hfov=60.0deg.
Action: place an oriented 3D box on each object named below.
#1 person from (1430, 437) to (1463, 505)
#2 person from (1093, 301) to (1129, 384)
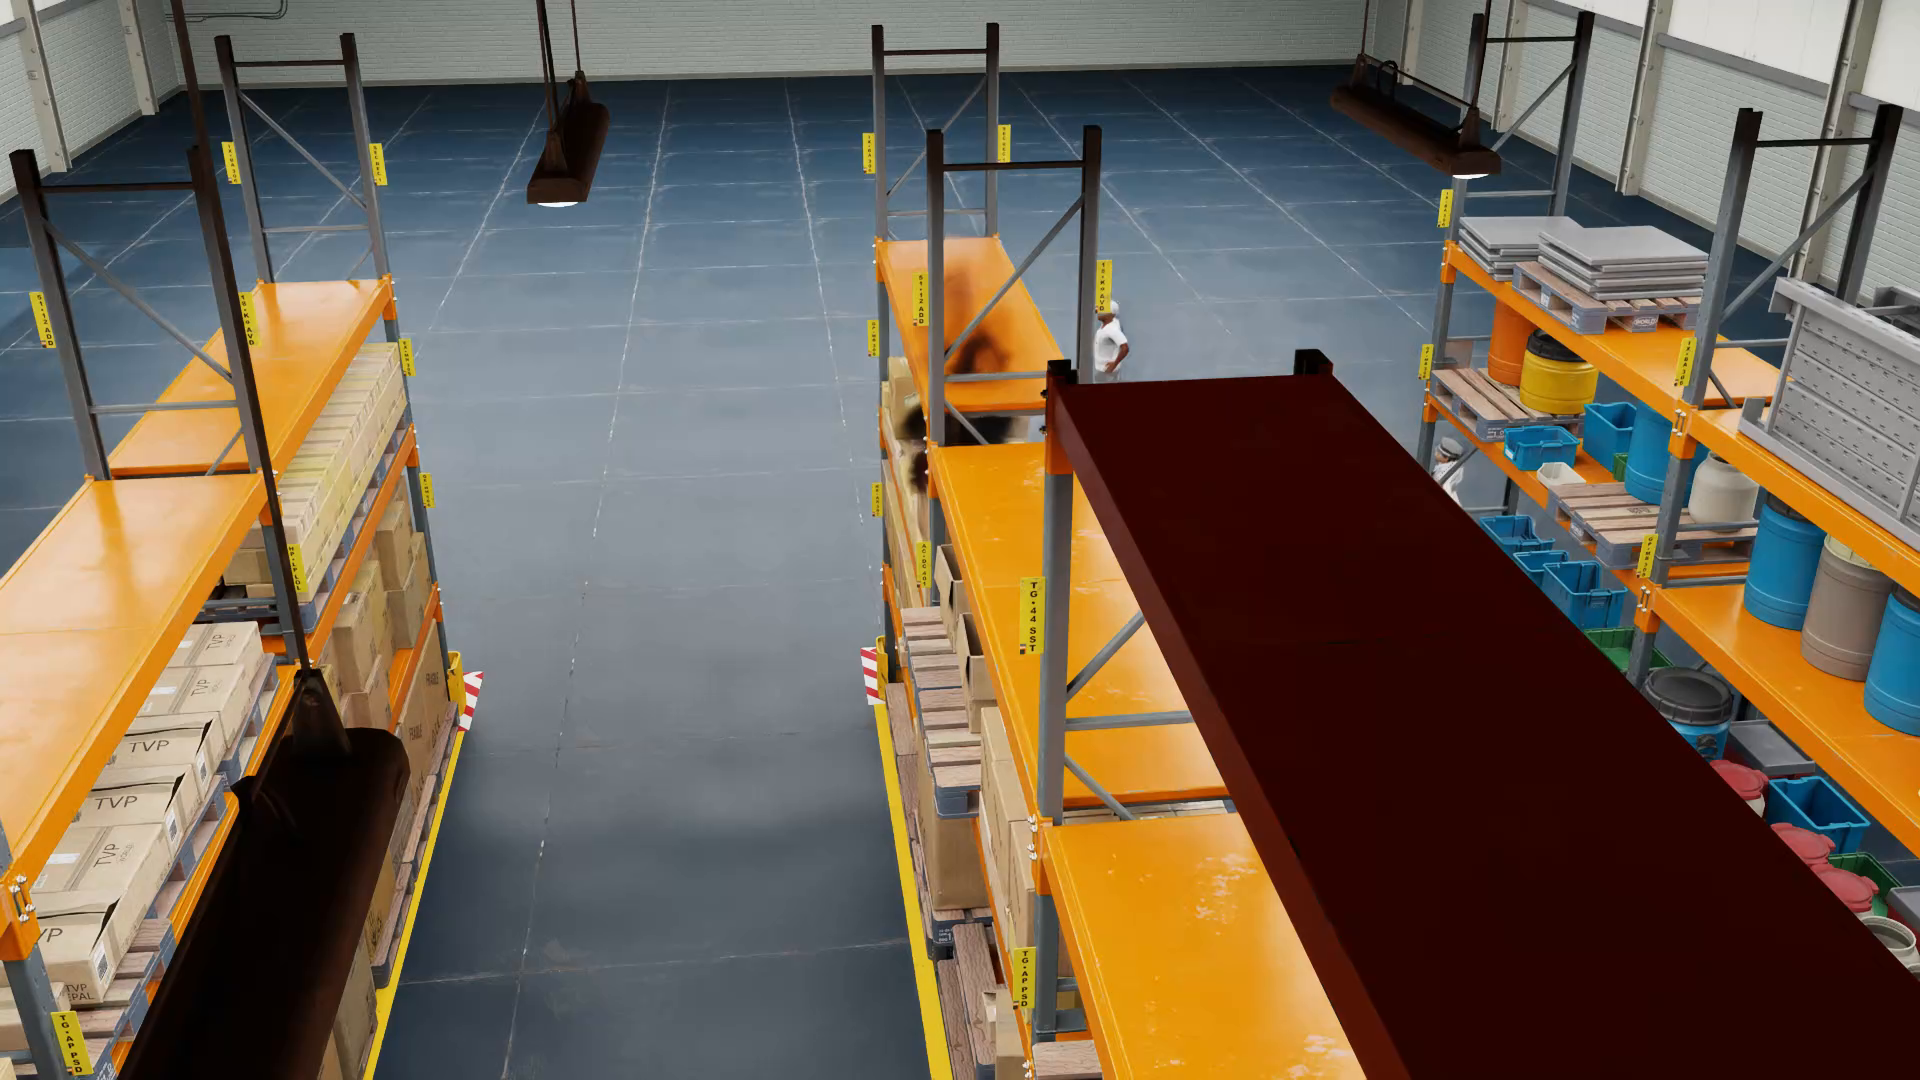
[{"bbox_3d":[4.979,-0.284,17.163,0.804,1.651,0.682,16,30,30],"label":"person"},{"bbox_3d":[1.861,-2.171,20.958,0.984,1.767,0.690,6,26,11],"label":"person"}]
